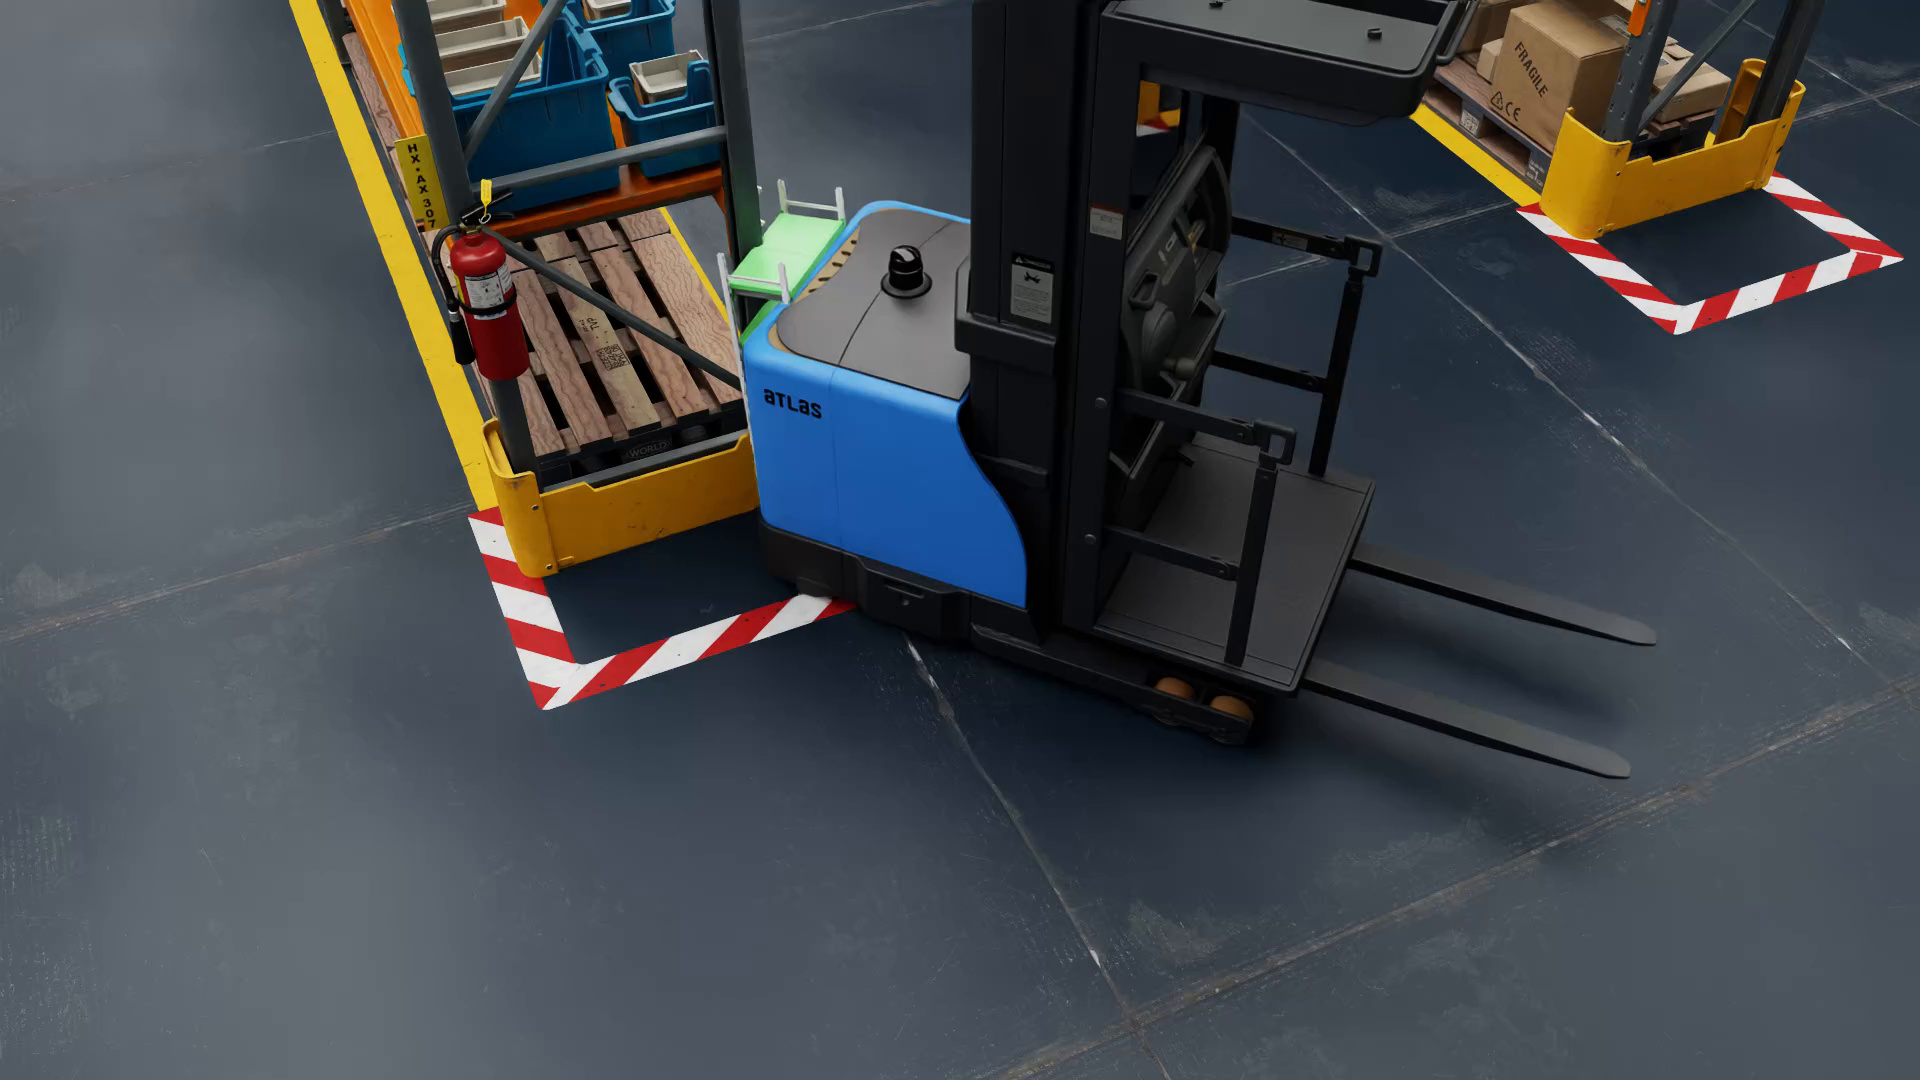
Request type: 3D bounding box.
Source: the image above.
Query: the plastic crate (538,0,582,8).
[{"bbox_3d":[-1.515,-2.261,6.482,0.416,0.233,0.300,-18,47,-17],"label":"plastic crate"}]

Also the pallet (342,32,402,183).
[{"bbox_3d":[-2.494,-2.305,8.435,1.003,0.211,1.213,-18,47,-17],"label":"pallet"}]

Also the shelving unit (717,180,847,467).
[{"bbox_3d":[-0.569,-0.632,6.014,0.258,1.200,0.503,11,44,17],"label":"shelving unit"}]

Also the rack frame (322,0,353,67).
[{"bbox_3d":[-2.838,-3.754,7.919,1.000,3.000,0.127,-18,47,-17],"label":"rack frame"}]

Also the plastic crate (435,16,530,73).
[{"bbox_3d":[-1.772,-1.788,6.072,0.396,0.136,0.243,-18,47,-17],"label":"plastic crate"}]

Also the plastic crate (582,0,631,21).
[{"bbox_3d":[-1.307,-2.049,6.336,0.250,0.136,0.298,-18,47,-17],"label":"plastic crate"}]

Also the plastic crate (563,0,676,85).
[{"bbox_3d":[-1.238,-1.841,6.057,0.416,0.233,0.300,-18,47,-17],"label":"plastic crate"}]

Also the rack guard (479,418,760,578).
[{"bbox_3d":[-1.135,-0.304,6.202,1.175,0.500,0.348,-18,47,-17],"label":"rack guard"}]

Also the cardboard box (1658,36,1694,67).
[{"bbox_3d":[3.370,-2.342,8.191,0.380,0.166,0.250,-18,47,-17],"label":"cardboard box"}]

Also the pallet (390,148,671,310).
[{"bbox_3d":[-1.977,-1.526,7.646,1.003,0.211,1.213,-18,47,-17],"label":"pallet"}]

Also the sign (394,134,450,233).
[{"bbox_3d":[-1.649,-1.091,5.104,0.100,0.325,0.005,-18,47,-17],"label":"sign"}]

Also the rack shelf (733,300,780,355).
[{"bbox_3d":[-0.579,-0.763,5.897,0.258,0.148,0.480,11,44,17],"label":"rack shelf"}]

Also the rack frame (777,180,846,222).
[{"bbox_3d":[-0.488,-0.789,6.182,0.240,1.200,0.015,11,44,17],"label":"rack frame"}]

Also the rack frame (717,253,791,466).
[{"bbox_3d":[-0.650,-0.475,5.846,0.240,1.200,0.015,11,44,17],"label":"rack frame"}]

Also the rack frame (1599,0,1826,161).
[{"bbox_3d":[3.339,-2.666,6.816,1.000,3.000,0.127,-18,47,-17],"label":"rack frame"}]

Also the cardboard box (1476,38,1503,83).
[{"bbox_3d":[2.799,-2.372,8.223,0.380,0.166,0.250,-18,47,-17],"label":"cardboard box"}]

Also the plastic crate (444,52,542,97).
[{"bbox_3d":[-1.664,-1.599,5.880,0.396,0.136,0.243,-18,47,-17],"label":"plastic crate"}]

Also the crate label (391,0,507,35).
[{"bbox_3d":[-1.912,-1.958,6.244,0.396,0.136,0.243,-18,47,-17],"label":"crate label"}]

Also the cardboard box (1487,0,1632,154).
[{"bbox_3d":[2.887,-2.206,7.817,0.500,0.500,0.500,-18,47,-17],"label":"cardboard box"}]

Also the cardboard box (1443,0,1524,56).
[{"bbox_3d":[2.515,-2.732,8.527,0.500,0.250,0.500,-18,47,-17],"label":"cardboard box"}]

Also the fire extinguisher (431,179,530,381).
[{"bbox_3d":[-1.505,-0.815,5.261,0.296,0.674,0.183,-18,47,-17],"label":"fire extinguisher"}]

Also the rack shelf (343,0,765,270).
[{"bbox_3d":[-1.997,-2.224,6.880,1.077,0.370,4.000,-18,47,-17],"label":"rack shelf"}]

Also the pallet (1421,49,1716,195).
[{"bbox_3d":[2.971,-2.229,8.359,1.003,0.211,1.213,-18,47,-17],"label":"pallet"}]

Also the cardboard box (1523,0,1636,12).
[{"bbox_3d":[3.158,-2.593,8.386,0.500,0.250,0.500,-18,47,-17],"label":"cardboard box"}]

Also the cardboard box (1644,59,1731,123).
[{"bbox_3d":[3.475,-2.176,8.036,0.380,0.149,0.250,-18,47,-17],"label":"cardboard box"}]

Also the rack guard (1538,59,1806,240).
[{"bbox_3d":[3.307,-1.825,7.743,1.175,0.500,0.348,-18,47,-17],"label":"rack guard"}]

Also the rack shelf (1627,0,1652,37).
[{"bbox_3d":[2.498,-3.684,8.360,1.077,0.370,4.000,-18,47,-17],"label":"rack shelf"}]

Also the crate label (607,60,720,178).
[{"bbox_3d":[-0.962,-1.422,5.632,0.416,0.233,0.303,-18,47,-17],"label":"crate label"}]

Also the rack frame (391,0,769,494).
[{"bbox_3d":[-1.157,-1.205,5.336,1.000,3.000,0.127,-18,47,-17],"label":"rack frame"}]

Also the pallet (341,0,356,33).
[{"bbox_3d":[-3.125,-3.266,9.410,1.003,0.211,1.213,-18,47,-17],"label":"pallet"}]

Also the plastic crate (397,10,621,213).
[{"bbox_3d":[-1.467,-1.398,5.463,0.616,0.435,0.499,-18,47,-17],"label":"plastic crate"}]

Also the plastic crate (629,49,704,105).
[{"bbox_3d":[-1.021,-1.616,5.897,0.250,0.136,0.298,-18,47,-17],"label":"plastic crate"}]

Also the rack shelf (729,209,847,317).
[{"bbox_3d":[-0.594,-0.941,5.737,0.258,0.148,0.480,11,44,17],"label":"rack shelf"}]

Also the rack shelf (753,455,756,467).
[{"bbox_3d":[-0.550,-0.406,6.216,0.258,0.148,0.480,11,44,17],"label":"rack shelf"}]

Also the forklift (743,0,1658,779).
[{"bbox_3d":[0.840,-0.790,4.964,3.031,2.935,1.130,17,47,17],"label":"forklift"}]

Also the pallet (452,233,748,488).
[{"bbox_3d":[-1.468,-0.750,6.860,1.003,0.211,1.213,-18,47,-17],"label":"pallet"}]
